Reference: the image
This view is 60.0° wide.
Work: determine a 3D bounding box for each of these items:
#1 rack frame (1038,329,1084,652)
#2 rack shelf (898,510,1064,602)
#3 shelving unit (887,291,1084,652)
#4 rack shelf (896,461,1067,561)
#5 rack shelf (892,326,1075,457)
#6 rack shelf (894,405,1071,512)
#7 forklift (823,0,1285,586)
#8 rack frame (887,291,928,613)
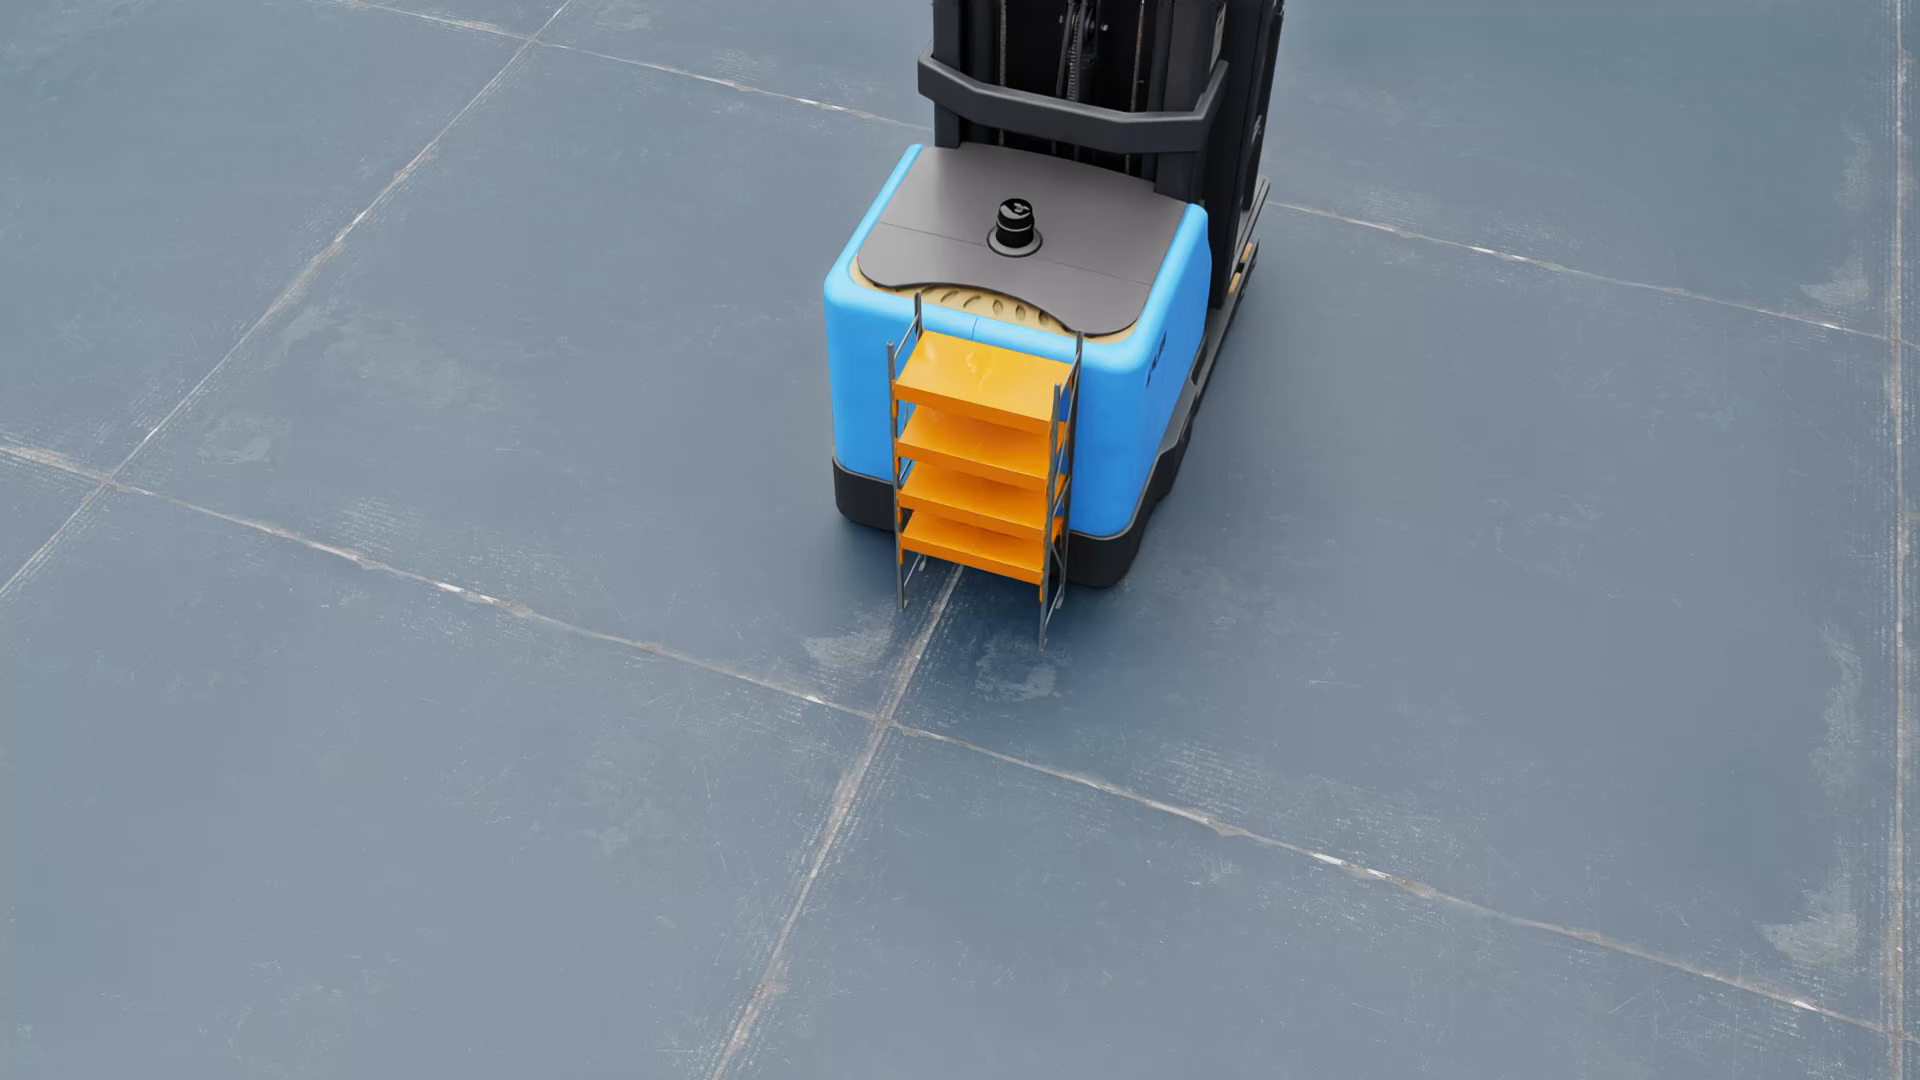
[{"bbox_3d":[0.303,-0.115,5.055,0.015,1.200,0.240,15,51,13],"label":"rack frame"},{"bbox_3d":[0.072,-0.002,5.309,0.480,0.148,0.258,15,51,13],"label":"rack shelf"},{"bbox_3d":[0.072,-0.176,5.108,0.503,1.200,0.258,15,51,13],"label":"shelving unit"},{"bbox_3d":[0.072,-0.132,5.159,0.480,0.148,0.258,15,51,13],"label":"rack shelf"},{"bbox_3d":[0.072,-0.433,4.811,0.480,0.148,0.258,15,51,13],"label":"rack shelf"},{"bbox_3d":[0.072,-0.278,4.990,0.480,0.148,0.258,15,51,13],"label":"rack shelf"},{"bbox_3d":[0.547,-1.946,5.497,1.130,2.935,3.031,15,51,13],"label":"forklift"},{"bbox_3d":[-0.158,-0.237,5.161,0.015,1.200,0.240,15,51,13],"label":"rack frame"}]
